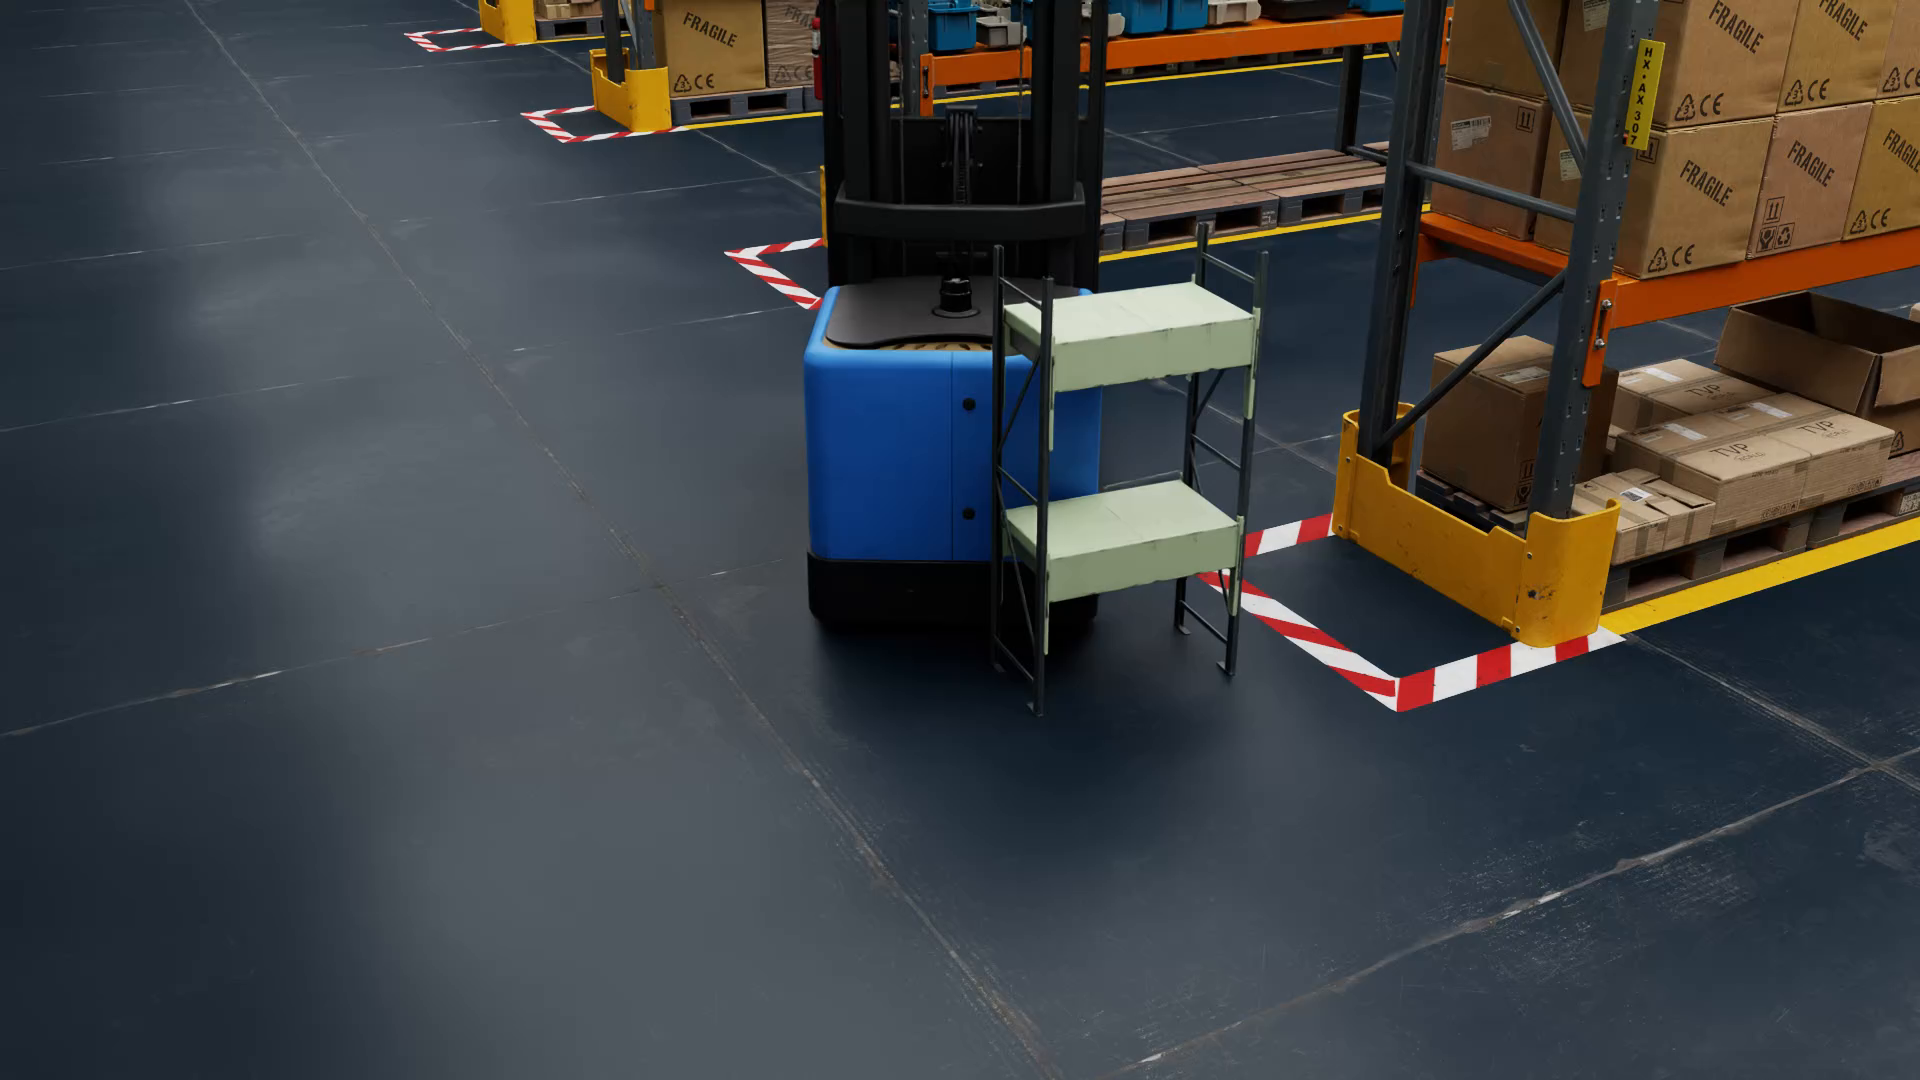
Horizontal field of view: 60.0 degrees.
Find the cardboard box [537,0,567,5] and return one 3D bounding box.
[{"bbox_3d":[-4.457,-5.944,18.130,0.250,0.149,0.380,-12,28,-23],"label":"cardboard box"}]

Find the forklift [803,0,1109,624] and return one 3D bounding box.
[{"bbox_3d":[0.023,-1.615,6.727,1.130,2.935,3.031,1,26,2],"label":"forklift"}]

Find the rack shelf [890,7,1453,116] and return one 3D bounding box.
[{"bbox_3d":[1.300,-3.174,10.726,4.000,0.370,1.077,-13,29,-25],"label":"rack shelf"}]

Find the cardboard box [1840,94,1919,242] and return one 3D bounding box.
[{"bbox_3d":[3.275,-1.441,6.171,0.500,0.500,0.500,-13,29,-25],"label":"cardboard box"}]

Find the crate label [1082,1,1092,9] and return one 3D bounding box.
[{"bbox_3d":[0.666,-3.354,10.505,0.243,0.136,0.396,-13,29,-25],"label":"crate label"}]

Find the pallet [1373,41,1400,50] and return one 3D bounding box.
[{"bbox_3d":[4.954,-5.513,17.990,1.213,0.211,1.003,-13,29,-25],"label":"pallet"}]

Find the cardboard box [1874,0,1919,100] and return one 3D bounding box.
[{"bbox_3d":[3.280,-1.893,5.957,0.500,0.500,0.500,-13,28,-24],"label":"cardboard box"}]

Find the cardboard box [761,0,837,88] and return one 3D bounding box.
[{"bbox_3d":[-1.466,-4.560,14.752,0.875,0.875,0.875,-13,29,-25],"label":"cardboard box"}]

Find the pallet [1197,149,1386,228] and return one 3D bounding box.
[{"bbox_3d":[2.434,-2.484,11.680,1.213,0.211,1.003,-13,29,-25],"label":"pallet"}]

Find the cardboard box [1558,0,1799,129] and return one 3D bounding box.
[{"bbox_3d":[2.378,-1.684,5.521,0.500,0.500,0.500,-12,28,-24],"label":"cardboard box"}]

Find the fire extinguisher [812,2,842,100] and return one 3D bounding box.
[{"bbox_3d":[-0.812,-3.031,10.117,0.183,0.674,0.296,-13,29,-25],"label":"fire extinguisher"}]

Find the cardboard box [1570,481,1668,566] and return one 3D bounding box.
[{"bbox_3d":[2.394,-0.066,6.207,0.250,0.149,0.380,-13,29,-25],"label":"cardboard box"}]

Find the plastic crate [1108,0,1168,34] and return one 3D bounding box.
[{"bbox_3d":[1.070,-3.235,10.147,0.300,0.233,0.416,-13,29,-25],"label":"plastic crate"}]

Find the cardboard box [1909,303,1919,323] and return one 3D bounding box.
[{"bbox_3d":[4.920,-0.997,7.958,0.500,0.311,0.500,-13,29,-25],"label":"cardboard box"}]

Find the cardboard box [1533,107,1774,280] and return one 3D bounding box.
[{"bbox_3d":[2.378,-1.233,5.737,0.500,0.500,0.500,-12,28,-24],"label":"cardboard box"}]

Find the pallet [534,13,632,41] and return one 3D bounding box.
[{"bbox_3d":[-4.240,-5.808,18.603,1.213,0.211,1.003,-13,29,-25],"label":"pallet"}]

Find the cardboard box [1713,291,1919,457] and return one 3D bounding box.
[{"bbox_3d":[3.737,-0.702,7.121,0.637,0.503,0.797,-13,29,-25],"label":"cardboard box"}]

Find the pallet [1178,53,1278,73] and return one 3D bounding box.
[{"bbox_3d":[2.457,-4.976,16.871,1.213,0.211,1.003,-13,29,-25],"label":"pallet"}]

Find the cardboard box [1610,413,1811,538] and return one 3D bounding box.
[{"bbox_3d":[2.917,-0.262,6.498,0.500,0.250,0.500,-13,29,-25],"label":"cardboard box"}]

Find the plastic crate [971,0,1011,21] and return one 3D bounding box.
[{"bbox_3d":[0.169,-3.234,10.256,0.243,0.136,0.396,-13,29,-25],"label":"plastic crate"}]

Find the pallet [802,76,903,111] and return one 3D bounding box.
[{"bbox_3d":[-1.052,-4.165,15.181,1.213,0.211,1.003,-13,29,-25],"label":"pallet"}]

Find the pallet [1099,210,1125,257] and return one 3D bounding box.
[{"bbox_3d":[0.281,-1.987,10.645,1.213,0.211,1.003,-13,29,-25],"label":"pallet"}]

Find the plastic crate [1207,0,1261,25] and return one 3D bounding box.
[{"bbox_3d":[1.669,-3.344,10.485,0.466,0.136,0.293,-13,29,-25],"label":"plastic crate"}]

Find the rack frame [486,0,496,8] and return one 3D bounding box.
[{"bbox_3d":[-5.040,-6.897,17.650,0.127,3.000,1.000,-13,29,-25],"label":"rack frame"}]

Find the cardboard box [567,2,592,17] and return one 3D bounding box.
[{"bbox_3d":[-4.235,-5.871,18.320,0.250,0.149,0.380,-13,29,-25],"label":"cardboard box"}]

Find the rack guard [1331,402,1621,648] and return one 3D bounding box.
[{"bbox_3d":[1.930,-0.087,6.354,0.348,0.500,1.175,-13,29,-25],"label":"rack guard"}]

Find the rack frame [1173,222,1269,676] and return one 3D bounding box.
[{"bbox_3d":[0.868,-0.286,5.612,0.023,1.500,0.400,-10,27,-20],"label":"rack frame"}]

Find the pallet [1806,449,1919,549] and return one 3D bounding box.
[{"bbox_3d":[3.708,-0.366,7.269,1.213,0.211,1.003,-13,29,-25],"label":"pallet"}]

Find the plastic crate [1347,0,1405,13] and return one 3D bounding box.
[{"bbox_3d":[2.813,-3.700,10.940,0.575,0.384,0.392,-13,29,-25],"label":"plastic crate"}]

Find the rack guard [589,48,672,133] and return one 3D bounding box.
[{"bbox_3d":[-2.817,-3.851,14.193,0.348,0.500,1.175,-13,29,-25],"label":"rack guard"}]

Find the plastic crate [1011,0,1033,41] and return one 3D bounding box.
[{"bbox_3d":[0.489,-3.101,9.868,0.300,0.233,0.416,-13,29,-25],"label":"plastic crate"}]

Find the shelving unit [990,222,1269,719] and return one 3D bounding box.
[{"bbox_3d":[0.529,-0.226,5.487,0.755,1.500,0.431,-10,27,-20],"label":"shelving unit"}]

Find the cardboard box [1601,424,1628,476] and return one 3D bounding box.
[{"bbox_3d":[2.626,-0.373,6.825,0.250,0.166,0.380,-13,29,-25],"label":"cardboard box"}]

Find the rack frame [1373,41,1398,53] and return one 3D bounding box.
[{"bbox_3d":[4.263,-6.612,17.056,0.127,3.000,1.000,-13,29,-25],"label":"rack frame"}]

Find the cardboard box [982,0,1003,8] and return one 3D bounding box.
[{"bbox_3d":[0.114,-4.925,15.512,0.875,0.875,0.875,-13,29,-25],"label":"cardboard box"}]

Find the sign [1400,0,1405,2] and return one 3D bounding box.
[{"bbox_3d":[1.619,-2.079,5.912,0.005,0.325,0.100,-13,29,-25],"label":"sign"}]

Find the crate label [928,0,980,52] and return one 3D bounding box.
[{"bbox_3d":[-0.092,-2.967,9.588,0.303,0.233,0.416,-13,29,-25],"label":"crate label"}]

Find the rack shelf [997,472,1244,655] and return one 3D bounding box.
[{"bbox_3d":[0.529,0.068,5.627,0.720,0.370,0.431,-10,27,-20],"label":"rack shelf"}]

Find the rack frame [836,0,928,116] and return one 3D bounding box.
[{"bbox_3d":[-0.465,-3.091,9.722,0.127,3.000,1.000,-13,29,-25],"label":"rack frame"}]

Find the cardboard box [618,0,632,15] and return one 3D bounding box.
[{"bbox_3d":[-3.742,-5.934,18.452,0.250,0.149,0.380,-13,28,-24],"label":"cardboard box"}]
